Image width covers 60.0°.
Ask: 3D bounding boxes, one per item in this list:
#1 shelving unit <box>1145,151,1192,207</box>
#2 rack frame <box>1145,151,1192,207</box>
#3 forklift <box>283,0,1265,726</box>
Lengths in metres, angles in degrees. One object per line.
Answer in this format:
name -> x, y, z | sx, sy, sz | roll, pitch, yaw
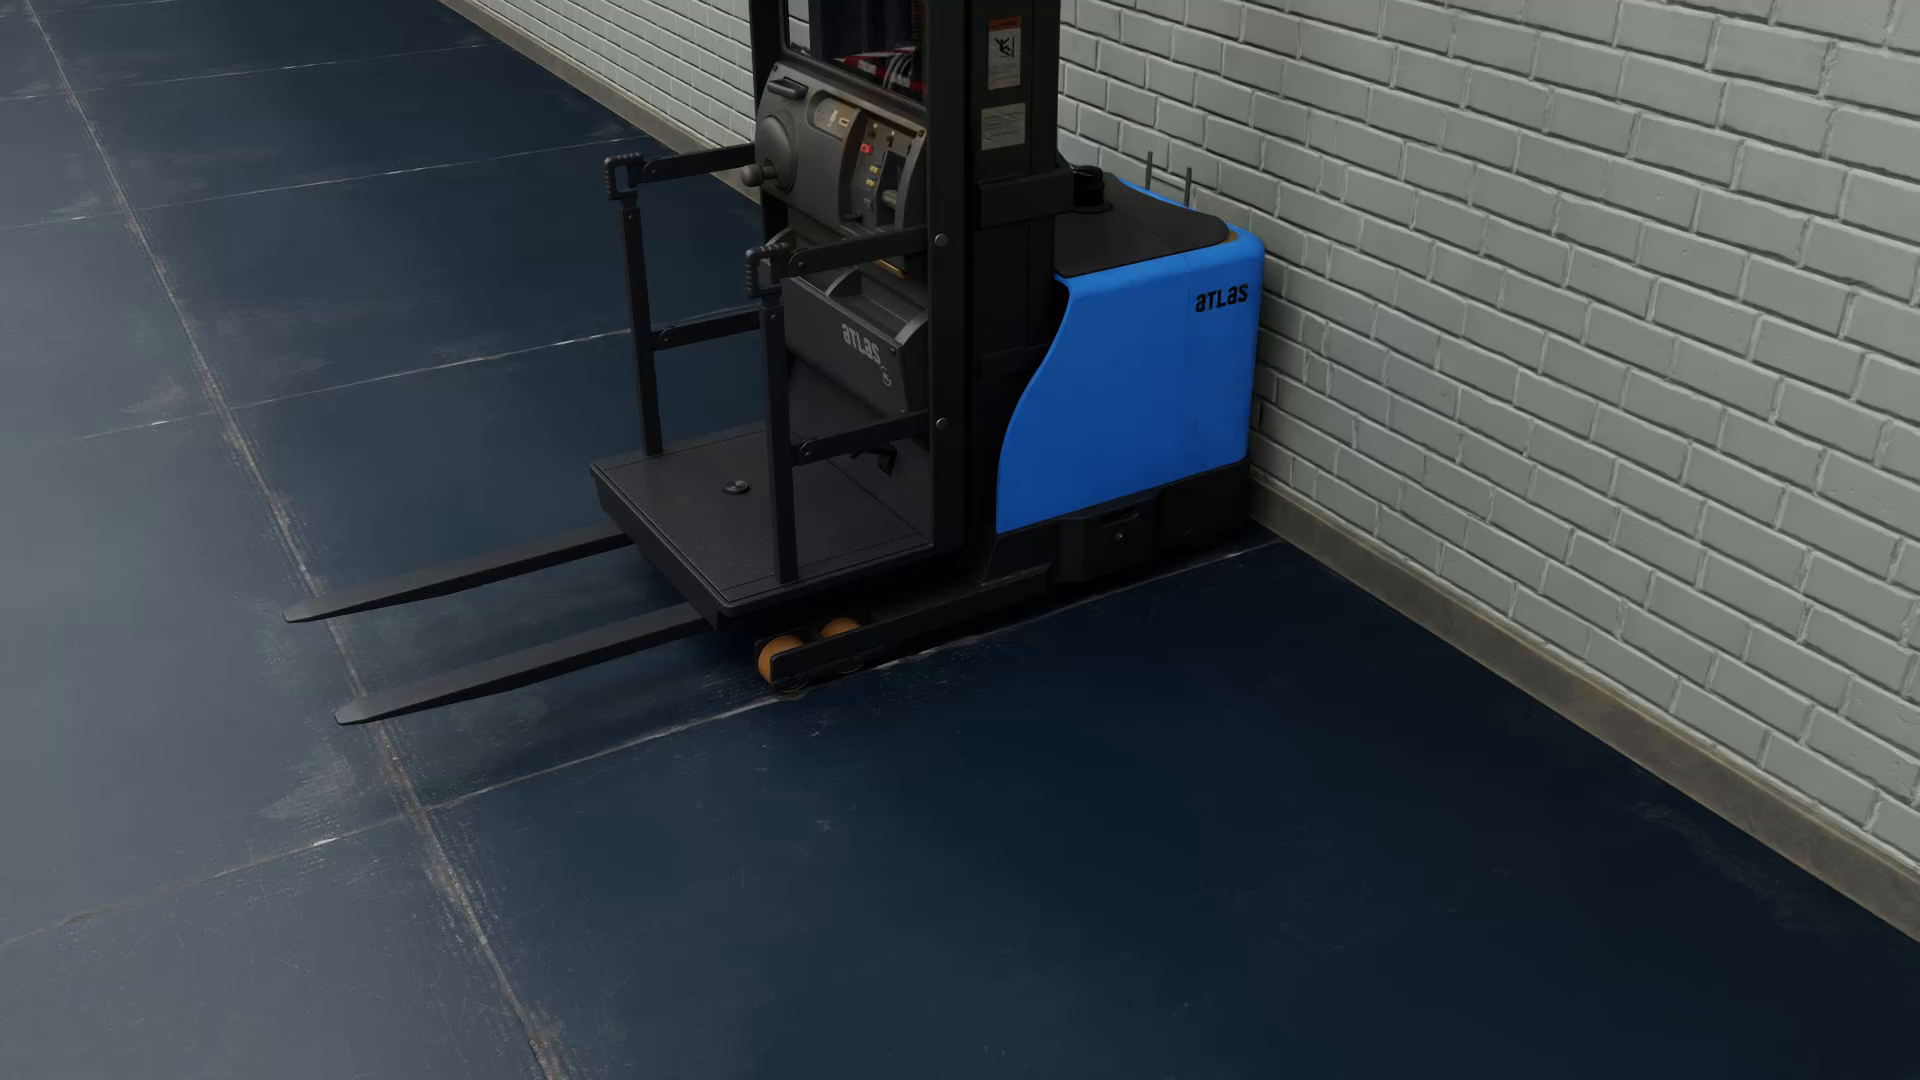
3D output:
shelving unit -> 0.764, -0.763, 5.889 | 0.189, 1.200, 0.258 | -14, 32, -27
rack frame -> 0.685, -0.743, 5.848 | 0.006, 1.200, 0.240 | -14, 32, -27
forklift -> -0.536, -1.123, 4.751 | 3.031, 2.935, 1.130 | -17, 33, -28
